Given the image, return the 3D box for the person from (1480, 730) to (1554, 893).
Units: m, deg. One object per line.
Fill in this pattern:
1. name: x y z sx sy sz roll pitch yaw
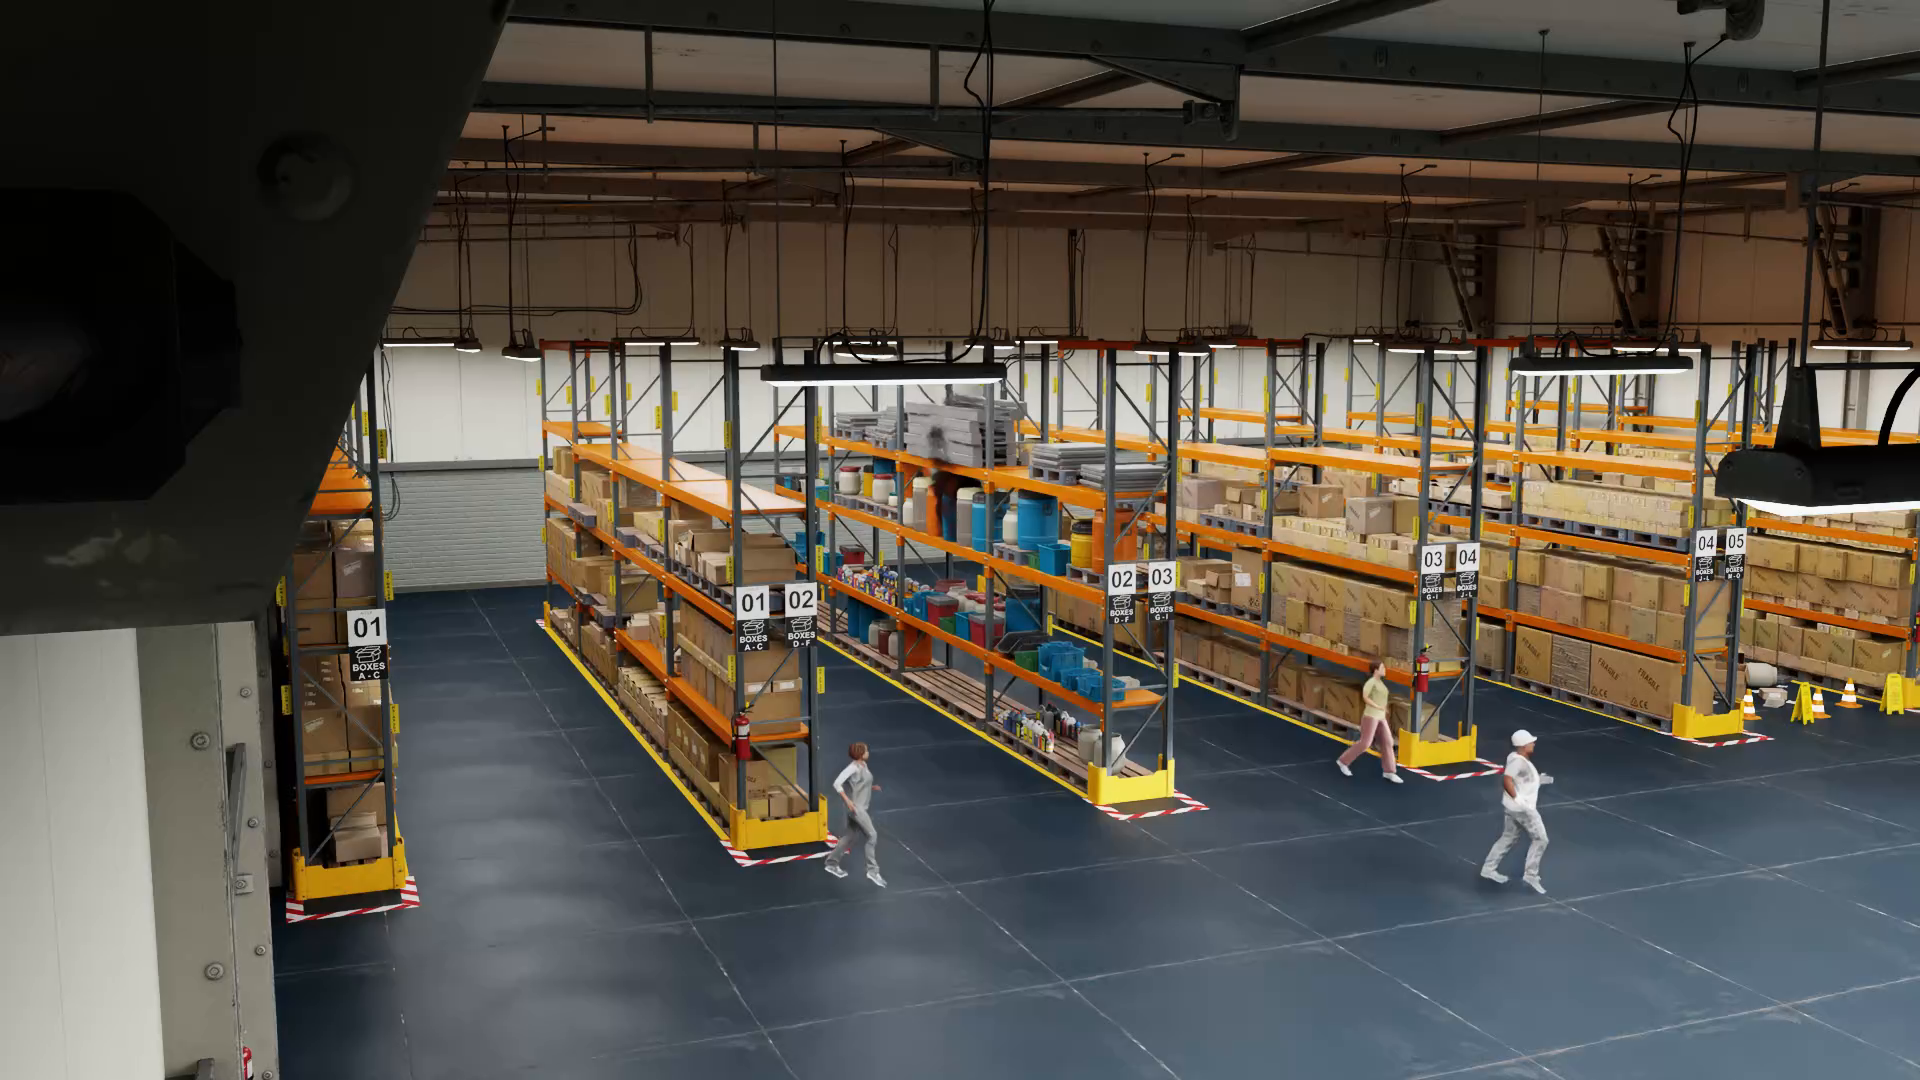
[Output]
1. person: 6.274 3.039 18.647 0.789 1.846 0.657 0 7 2

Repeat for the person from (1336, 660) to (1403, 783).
1. person: 5.801 2.491 23.197 0.944 1.652 0.641 5 9 36

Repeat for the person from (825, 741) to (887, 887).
1. person: -1.185 3.089 18.896 0.719 1.631 0.560 0 7 0
